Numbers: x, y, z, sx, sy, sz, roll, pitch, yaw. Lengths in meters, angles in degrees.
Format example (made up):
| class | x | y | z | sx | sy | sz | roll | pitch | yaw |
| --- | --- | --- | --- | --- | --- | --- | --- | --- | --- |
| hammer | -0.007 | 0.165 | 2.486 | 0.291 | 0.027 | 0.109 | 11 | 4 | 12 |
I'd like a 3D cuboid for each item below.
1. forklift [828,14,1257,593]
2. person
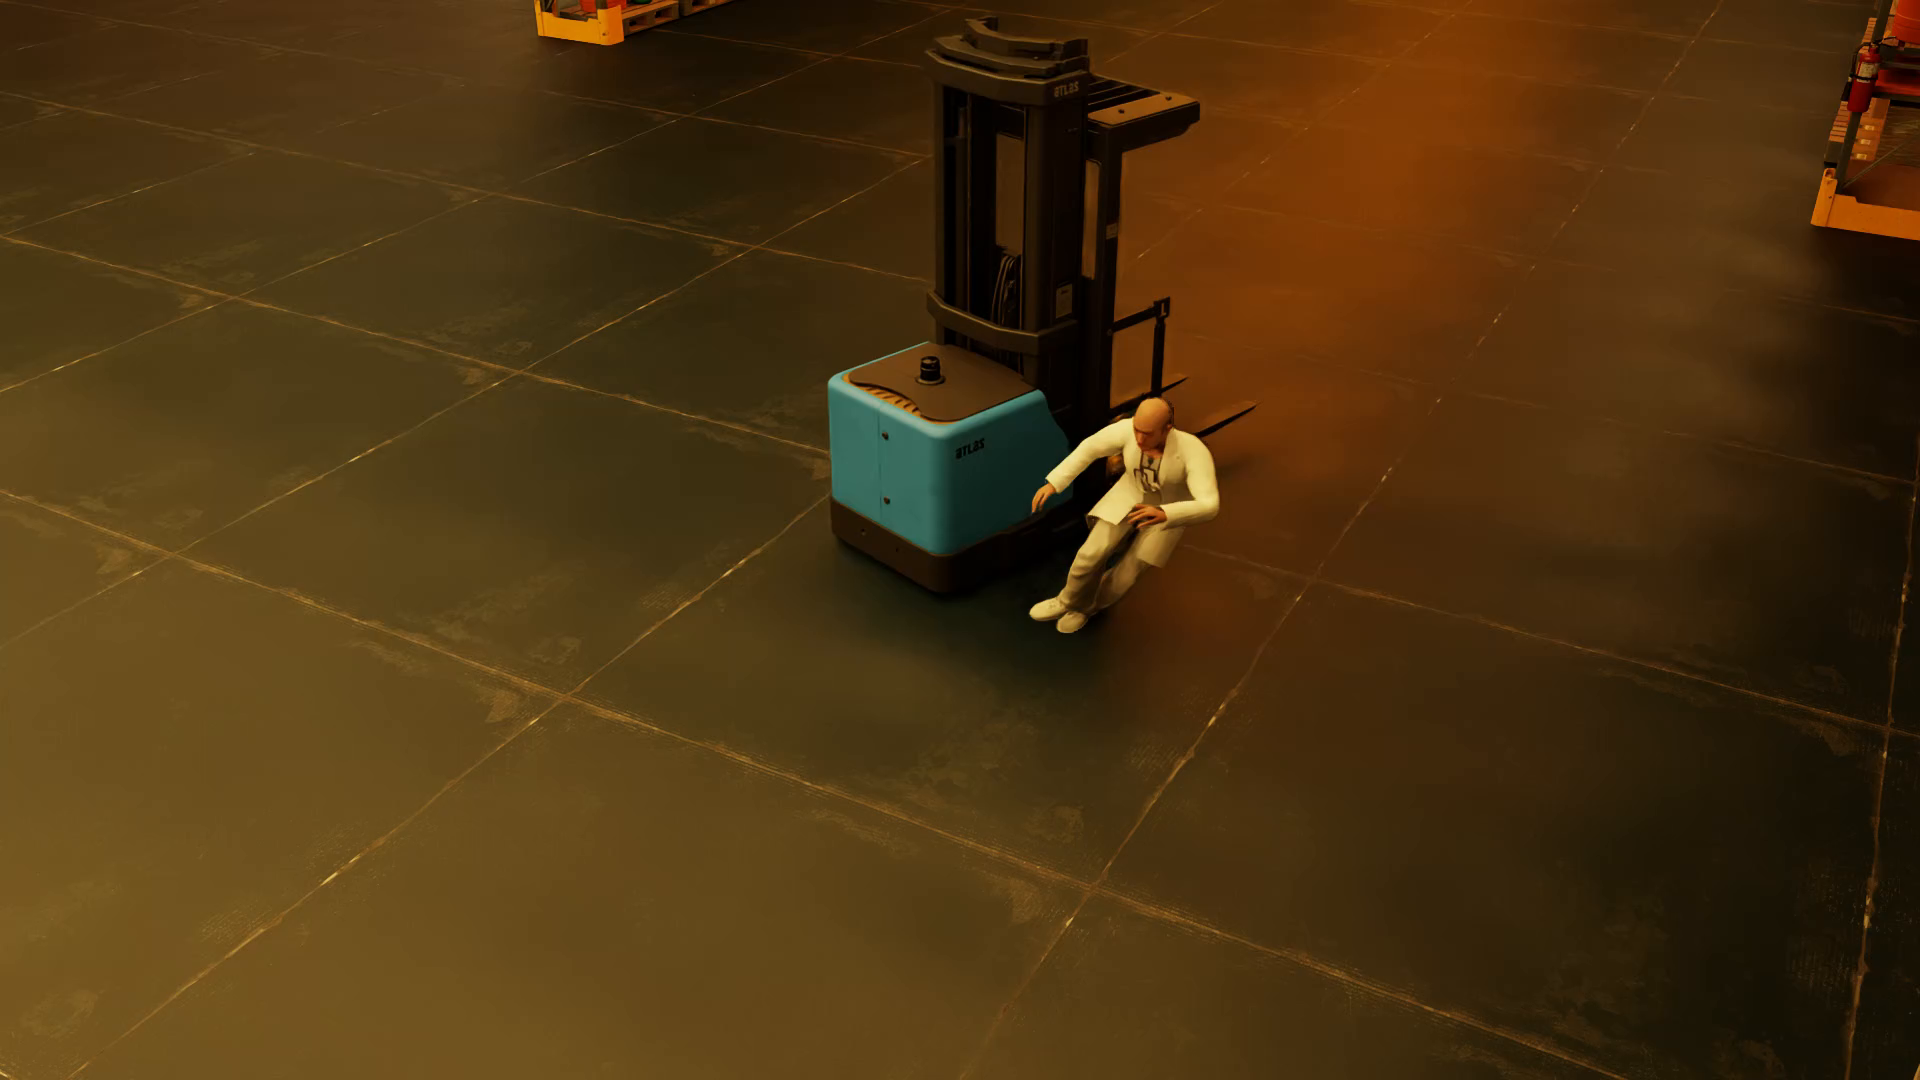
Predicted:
| class | x | y | z | sx | sy | sz | roll | pitch | yaw |
| --- | --- | --- | --- | --- | --- | --- | --- | --- | --- |
| forklift | 0.652 | -1.595 | 9.834 | 3.031 | 2.935 | 1.130 | -25 | 38 | -36 |
| person | 0.849 | -0.052 | 8.584 | 1.018 | 1.543 | 0.915 | 10 | 32 | 17 |
